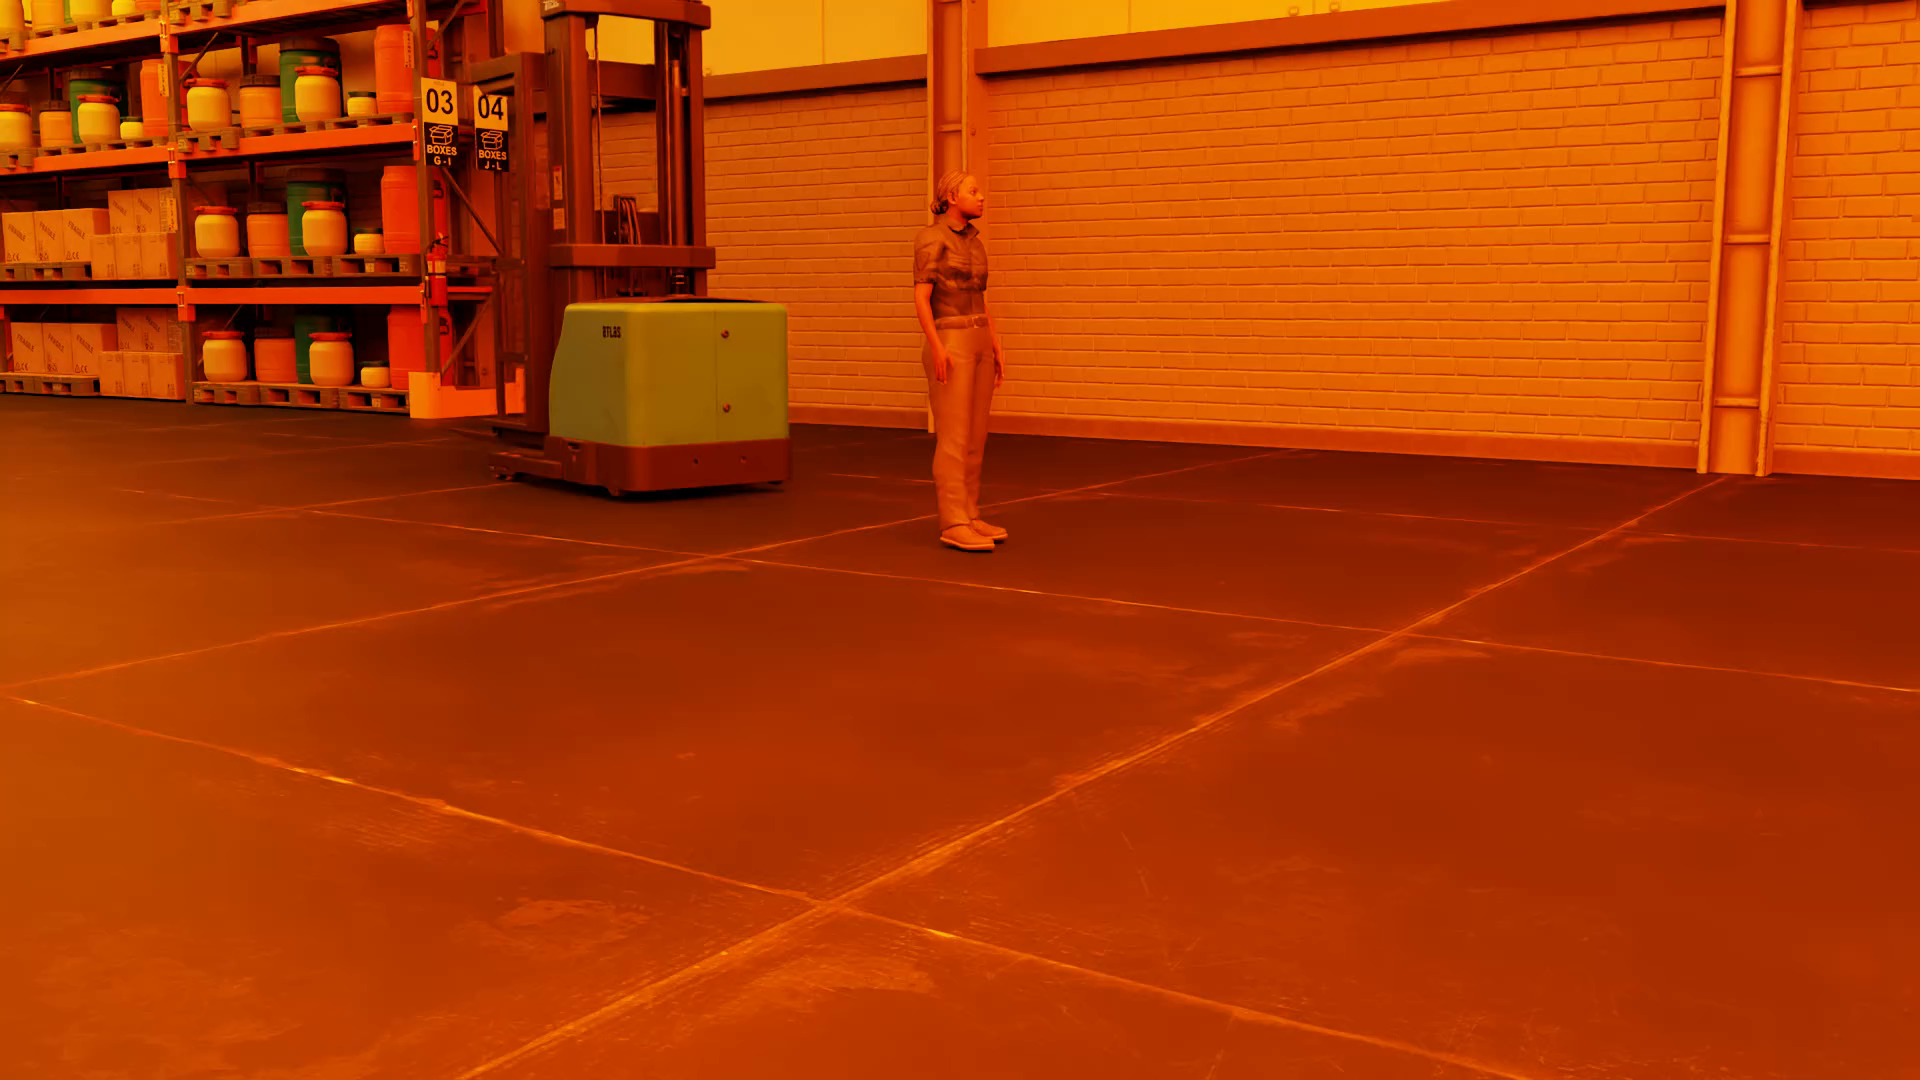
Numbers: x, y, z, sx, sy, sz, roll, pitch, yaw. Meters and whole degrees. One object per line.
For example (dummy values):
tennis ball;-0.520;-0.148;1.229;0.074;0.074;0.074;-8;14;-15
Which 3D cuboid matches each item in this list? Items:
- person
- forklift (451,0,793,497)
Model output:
person;0.061;-0.817;7.421;0.504;1.654;0.569;5;10;34
forklift;-2.269;-1.847;10.181;1.130;2.935;3.031;-6;10;-38
